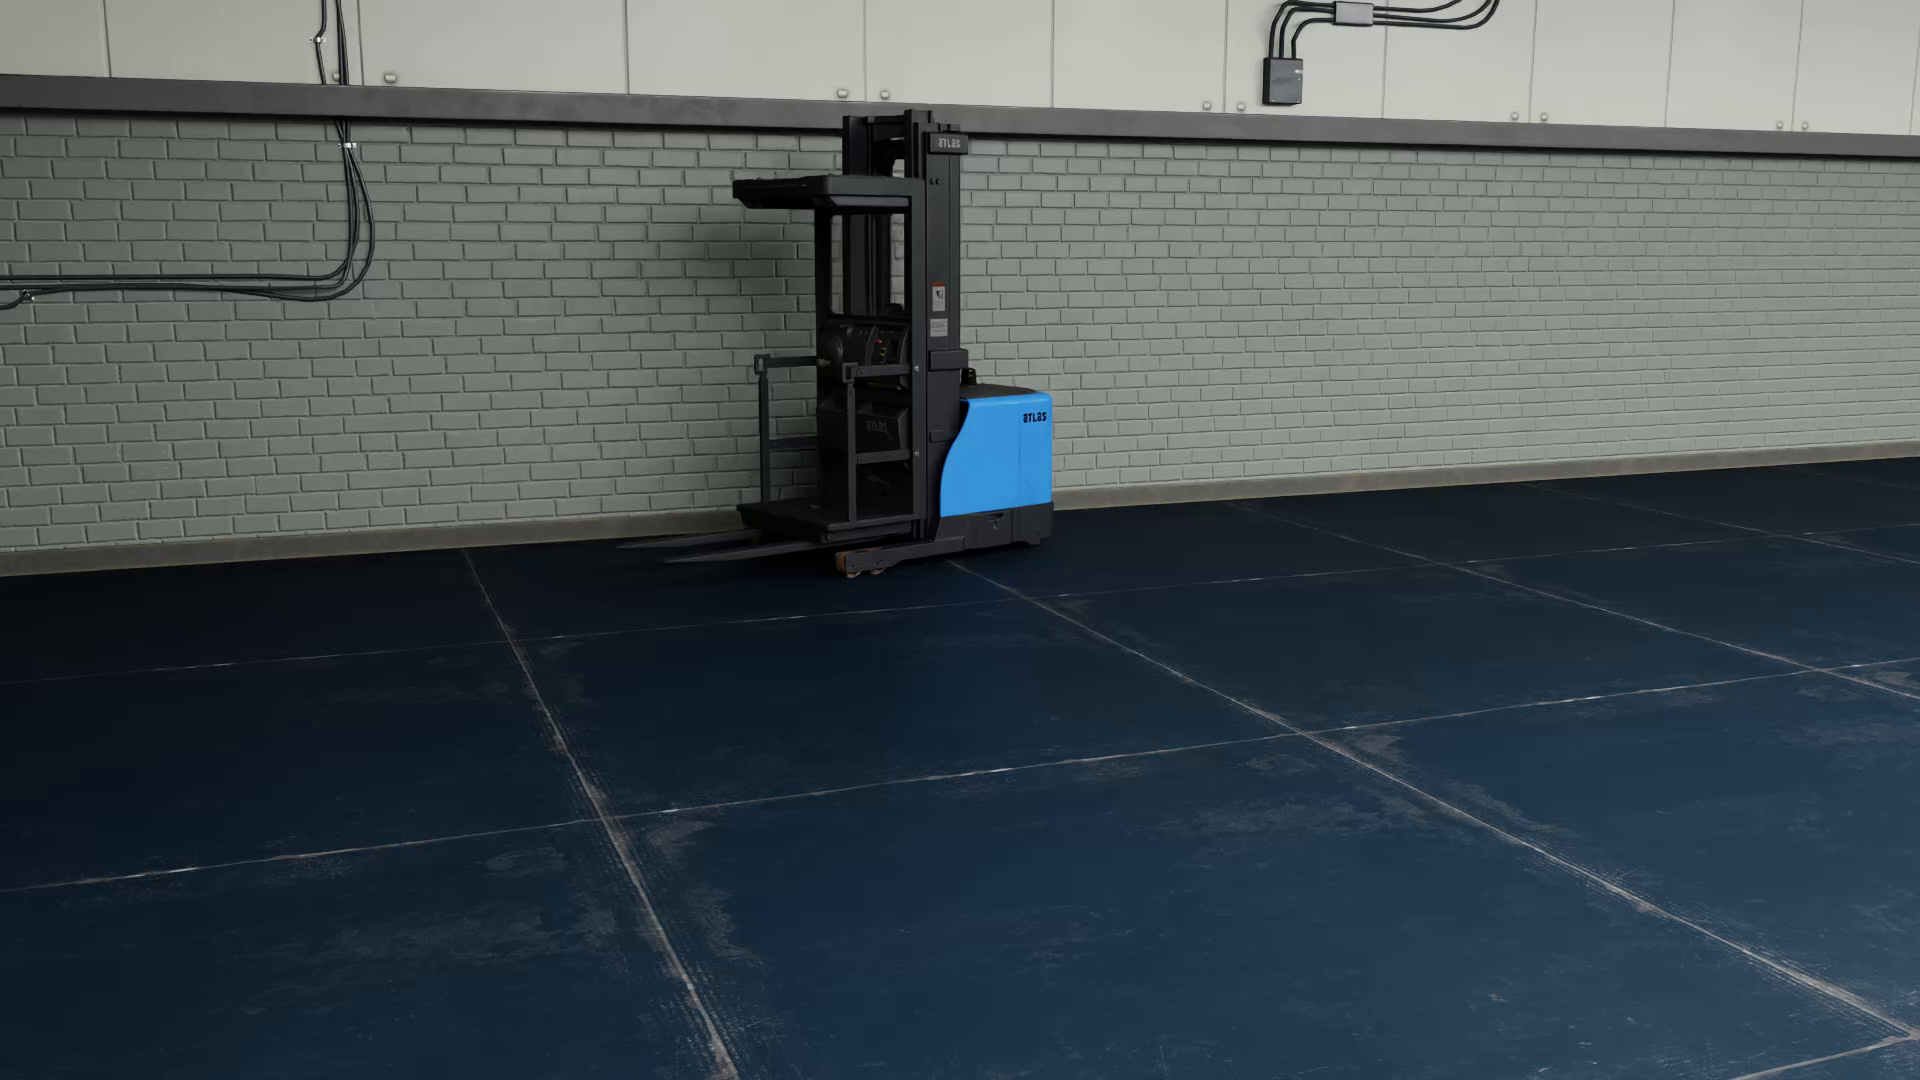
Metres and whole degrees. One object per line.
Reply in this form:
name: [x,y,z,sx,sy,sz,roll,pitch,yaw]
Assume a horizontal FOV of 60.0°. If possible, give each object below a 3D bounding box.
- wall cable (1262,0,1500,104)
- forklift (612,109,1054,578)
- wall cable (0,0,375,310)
wall cable: [3.525,-6.520,13.166,2.305,6.003,0.169,-4,11,-21]
forklift: [-0.802,-1.307,10.896,3.031,2.935,1.130,-8,13,-39]
wall cable: [-5.329,-2.717,10.363,3.097,2.526,0.112,-4,11,-21]
